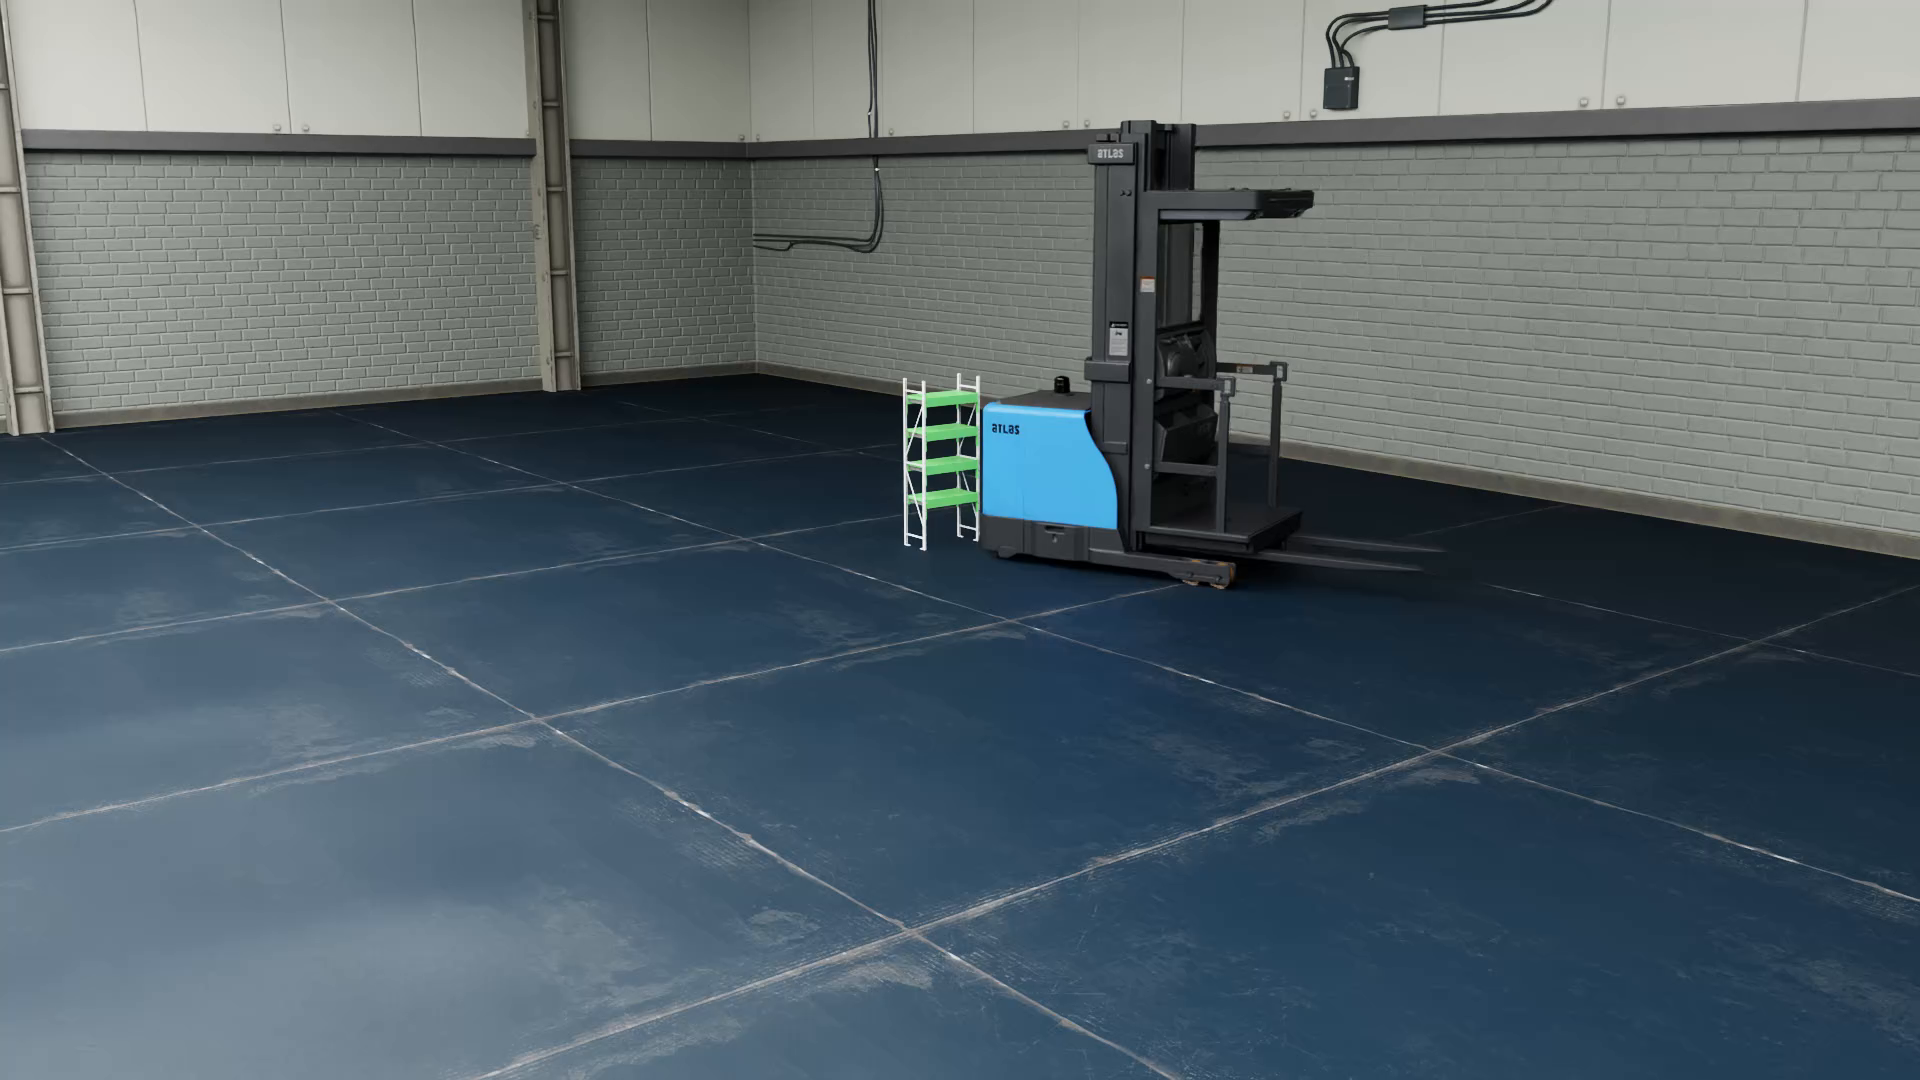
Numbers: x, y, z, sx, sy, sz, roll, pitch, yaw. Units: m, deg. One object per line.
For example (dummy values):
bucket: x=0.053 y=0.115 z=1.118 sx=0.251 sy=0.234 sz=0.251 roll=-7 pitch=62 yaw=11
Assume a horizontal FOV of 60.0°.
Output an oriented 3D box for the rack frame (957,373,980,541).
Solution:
rack frame: x=0.061 y=-0.597 z=12.052 sx=0.015 sy=1.200 sz=0.240 roll=-9 pitch=15 yaw=-38

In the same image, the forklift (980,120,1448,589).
forklift: x=1.679 y=-1.246 z=10.942 sx=3.031 sy=2.935 sz=1.130 roll=7 pitch=14 yaw=29

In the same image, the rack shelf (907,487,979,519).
rack shelf: x=-0.129 y=-0.268 z=11.966 sx=0.480 sy=0.148 sz=0.258 roll=-9 pitch=15 yaw=-38

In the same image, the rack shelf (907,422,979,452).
rack shelf: x=-0.129 y=-0.738 z=11.866 sx=0.480 sy=0.148 sz=0.258 roll=-9 pitch=15 yaw=-38

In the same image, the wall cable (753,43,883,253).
wall cable: x=-1.932 y=-4.960 z=21.296 sx=0.112 sy=2.526 sz=3.097 roll=-9 pitch=15 yaw=-38

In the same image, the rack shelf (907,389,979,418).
rack shelf: x=-0.129 y=-0.972 z=11.817 sx=0.480 sy=0.148 sz=0.258 roll=-9 pitch=15 yaw=-38

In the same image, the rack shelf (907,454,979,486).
rack shelf: x=-0.129 y=-0.503 z=11.916 sx=0.480 sy=0.148 sz=0.258 roll=-9 pitch=15 yaw=-38

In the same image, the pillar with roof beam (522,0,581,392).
pillar with roof beam: x=-2.369 y=-5.612 z=16.895 sx=0.400 sy=9.000 sz=9.100 roll=-9 pitch=15 yaw=-38

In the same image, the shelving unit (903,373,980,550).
shelving unit: x=-0.129 y=-0.565 z=11.903 sx=0.503 sy=1.200 sz=0.258 roll=-9 pitch=15 yaw=-38

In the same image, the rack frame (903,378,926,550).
rack frame: x=-0.320 y=-0.534 z=11.754 sx=0.015 sy=1.200 sz=0.240 roll=-9 pitch=15 yaw=-38

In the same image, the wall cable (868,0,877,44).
wall cable: x=-0.242 y=-6.991 z=18.705 sx=0.112 sy=2.526 sz=3.097 roll=-9 pitch=15 yaw=-38

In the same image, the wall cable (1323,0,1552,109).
wall cable: x=3.986 y=-6.600 z=13.359 sx=0.169 sy=6.003 sz=2.305 roll=-9 pitch=15 yaw=-38

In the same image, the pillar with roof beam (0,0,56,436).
pillar with roof beam: x=-7.054 y=-4.834 z=13.229 sx=0.400 sy=9.000 sz=9.100 roll=-9 pitch=15 yaw=-38
